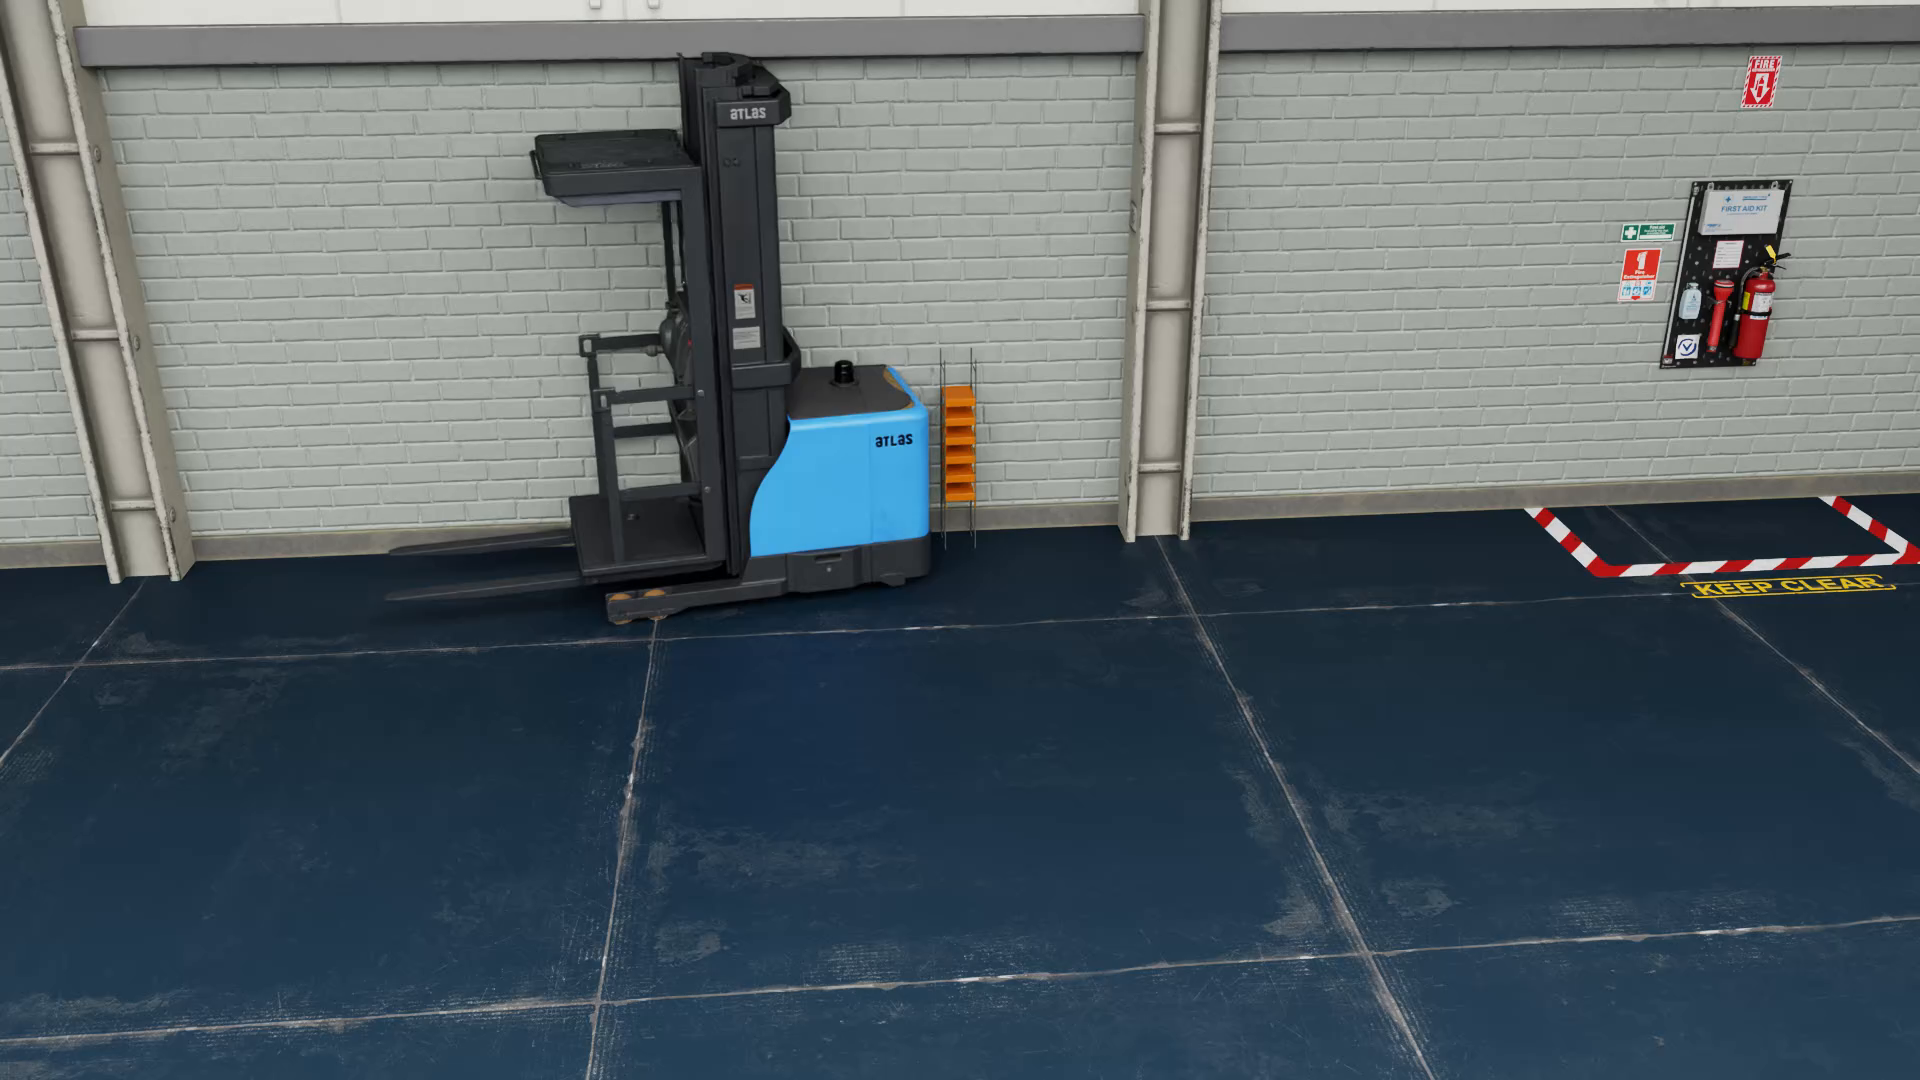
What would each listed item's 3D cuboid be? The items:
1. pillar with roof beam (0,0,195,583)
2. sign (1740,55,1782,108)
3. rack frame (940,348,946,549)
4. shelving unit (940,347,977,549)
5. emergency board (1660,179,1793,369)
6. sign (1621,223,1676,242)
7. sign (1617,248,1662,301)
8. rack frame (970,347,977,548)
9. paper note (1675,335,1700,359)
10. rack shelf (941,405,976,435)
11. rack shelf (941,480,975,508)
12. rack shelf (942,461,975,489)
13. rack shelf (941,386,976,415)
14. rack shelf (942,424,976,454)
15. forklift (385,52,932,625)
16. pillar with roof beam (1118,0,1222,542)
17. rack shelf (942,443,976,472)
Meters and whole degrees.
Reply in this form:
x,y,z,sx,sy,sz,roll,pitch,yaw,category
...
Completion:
x,y,z,sx,sy,sz,roll,pitch,yaw,category
-4.345,-2.189,4.096,0.400,9.000,9.100,-2,24,-5,pillar with roof beam
4.693,-2.683,9.739,0.199,0.298,0.001,-2,24,-5,sign
-0.102,-0.540,9.987,0.006,1.200,0.240,-3,24,-6,rack frame
-0.011,-0.544,9.997,0.189,1.200,0.258,-3,24,-6,shelving unit
4.711,-1.584,10.120,0.643,1.169,0.194,-2,24,-5,emergency board
4.156,-1.858,10.042,0.331,0.109,0.001,-2,24,-5,sign
4.151,-1.620,10.157,0.234,0.329,0.001,-2,24,-5,sign
0.079,-0.548,10.007,0.006,1.200,0.240,-3,24,-6,rack frame
4.528,-1.202,10.346,0.142,0.148,0.016,-2,24,-5,paper note
-0.011,-0.723,9.917,0.180,0.103,0.258,-3,24,-6,rack shelf
-0.011,-0.284,10.112,0.180,0.103,0.258,-3,24,-6,rack shelf
-0.011,-0.394,10.064,0.180,0.103,0.258,-3,24,-6,rack shelf
-0.011,-0.832,9.869,0.180,0.103,0.258,-3,24,-6,rack shelf
-0.011,-0.613,9.966,0.180,0.103,0.258,-3,24,-6,rack shelf
-1.739,-1.111,9.140,3.031,2.935,1.130,-7,25,-14,forklift
1.626,-2.429,4.635,0.400,9.000,9.100,-2,24,-5,pillar with roof beam
-0.011,-0.503,10.015,0.180,0.103,0.258,-3,24,-6,rack shelf
